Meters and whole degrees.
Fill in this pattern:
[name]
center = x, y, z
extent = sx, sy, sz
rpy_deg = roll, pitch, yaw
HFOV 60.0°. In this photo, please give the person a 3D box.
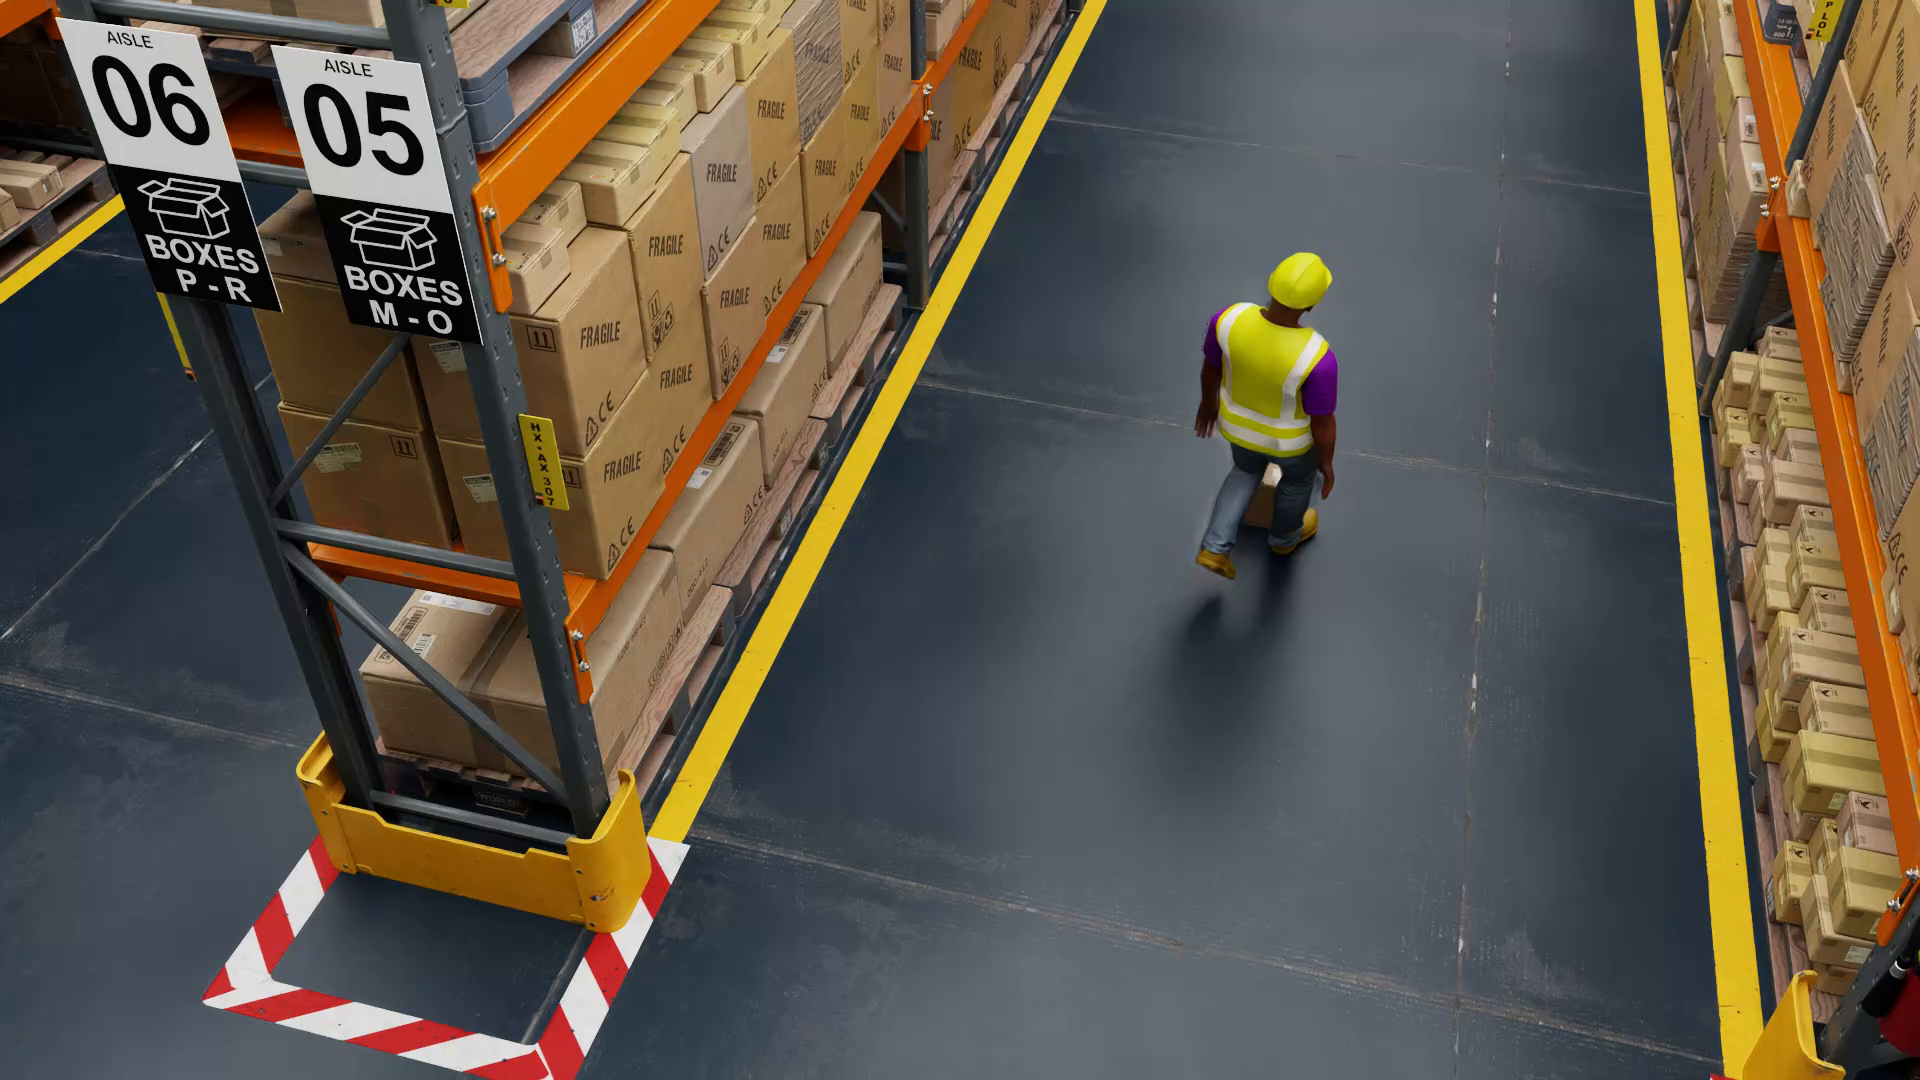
[person]
center = 1.315, -0.527, 6.801
extent = 0.641, 1.701, 0.837
rpy_deg = 24, 46, 26
